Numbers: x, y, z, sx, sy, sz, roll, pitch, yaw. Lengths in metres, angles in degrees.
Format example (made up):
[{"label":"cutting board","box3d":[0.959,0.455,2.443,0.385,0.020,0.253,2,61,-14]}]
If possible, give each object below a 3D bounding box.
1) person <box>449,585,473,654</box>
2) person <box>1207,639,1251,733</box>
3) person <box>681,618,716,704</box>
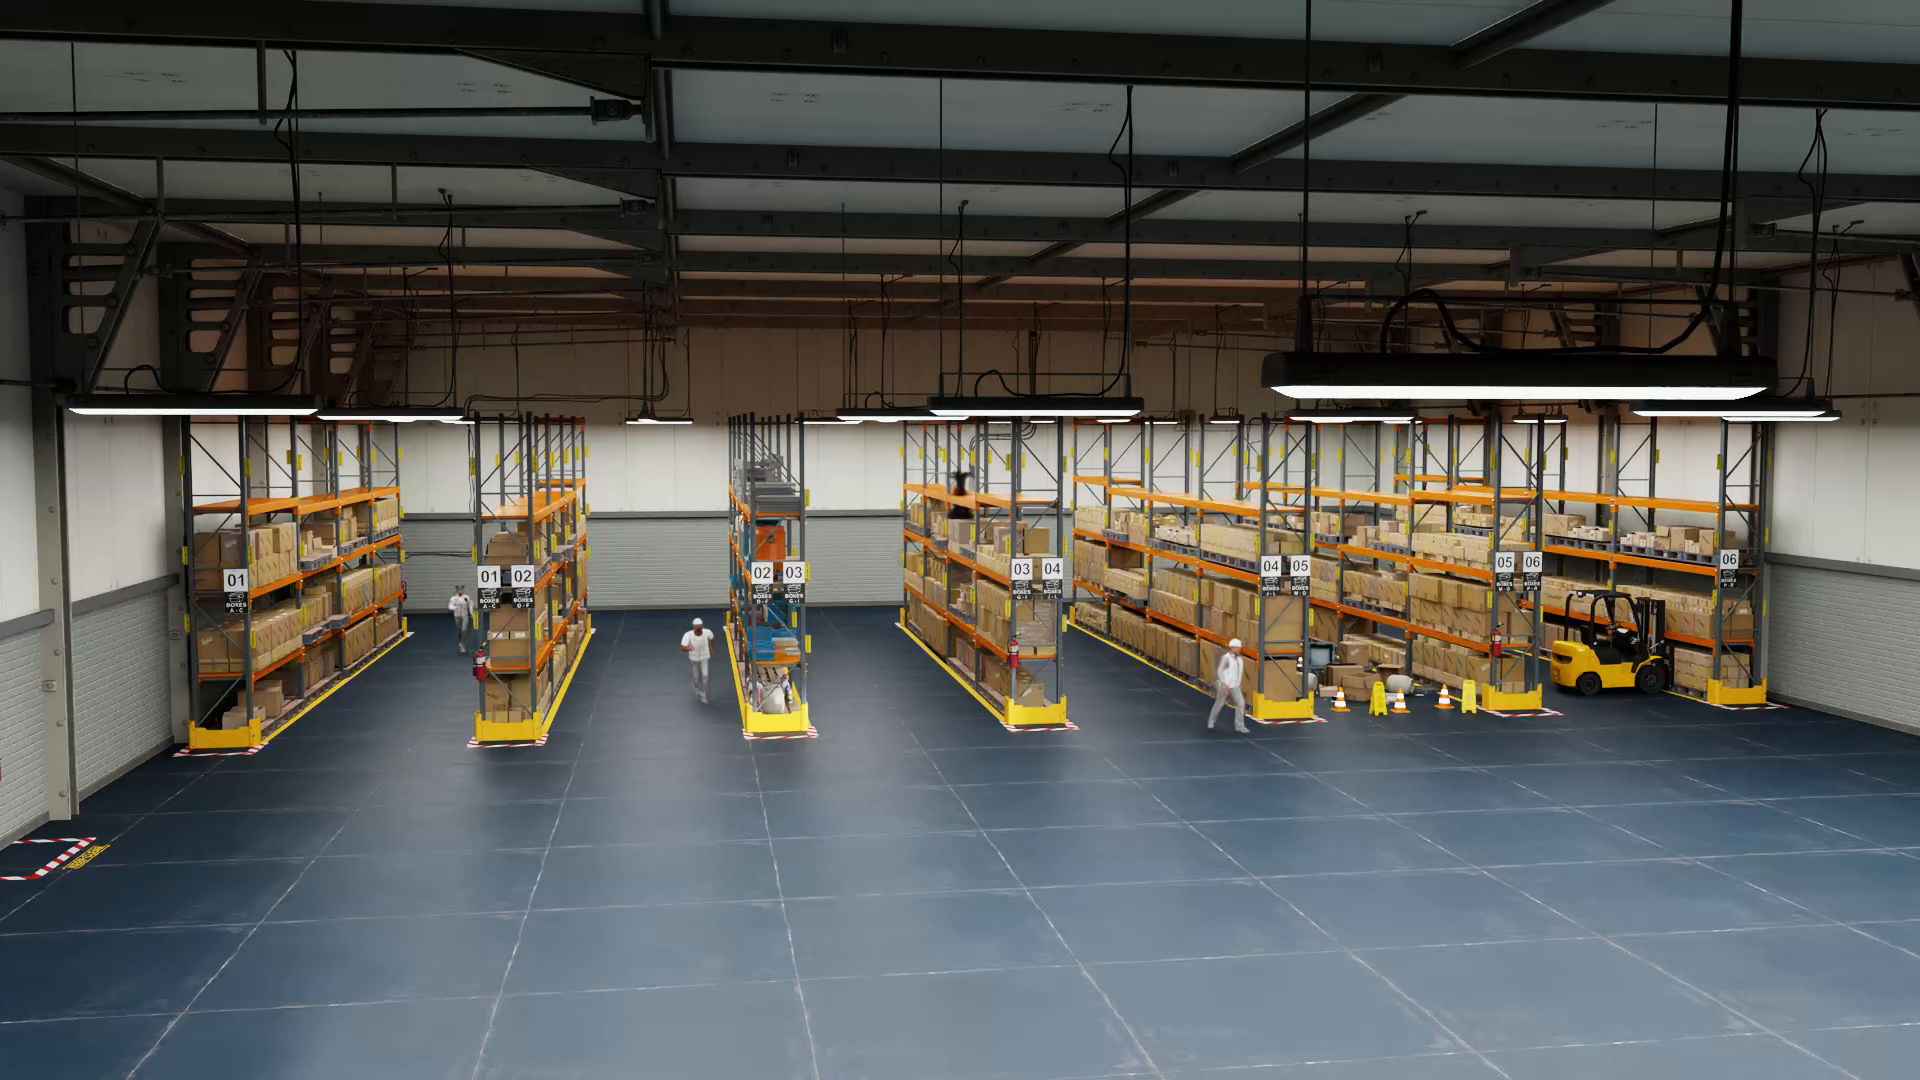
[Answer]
[{"label":"person","box3d":[-12.718,1.991,42.374,0.560,1.740,0.809,-1,4,-9]},{"label":"person","box3d":[5.044,2.702,31.075,0.654,1.733,0.894,-3,5,-41]},{"label":"person","box3d":[-5.449,2.490,34.717,0.724,1.754,0.974,-1,4,-9]}]
